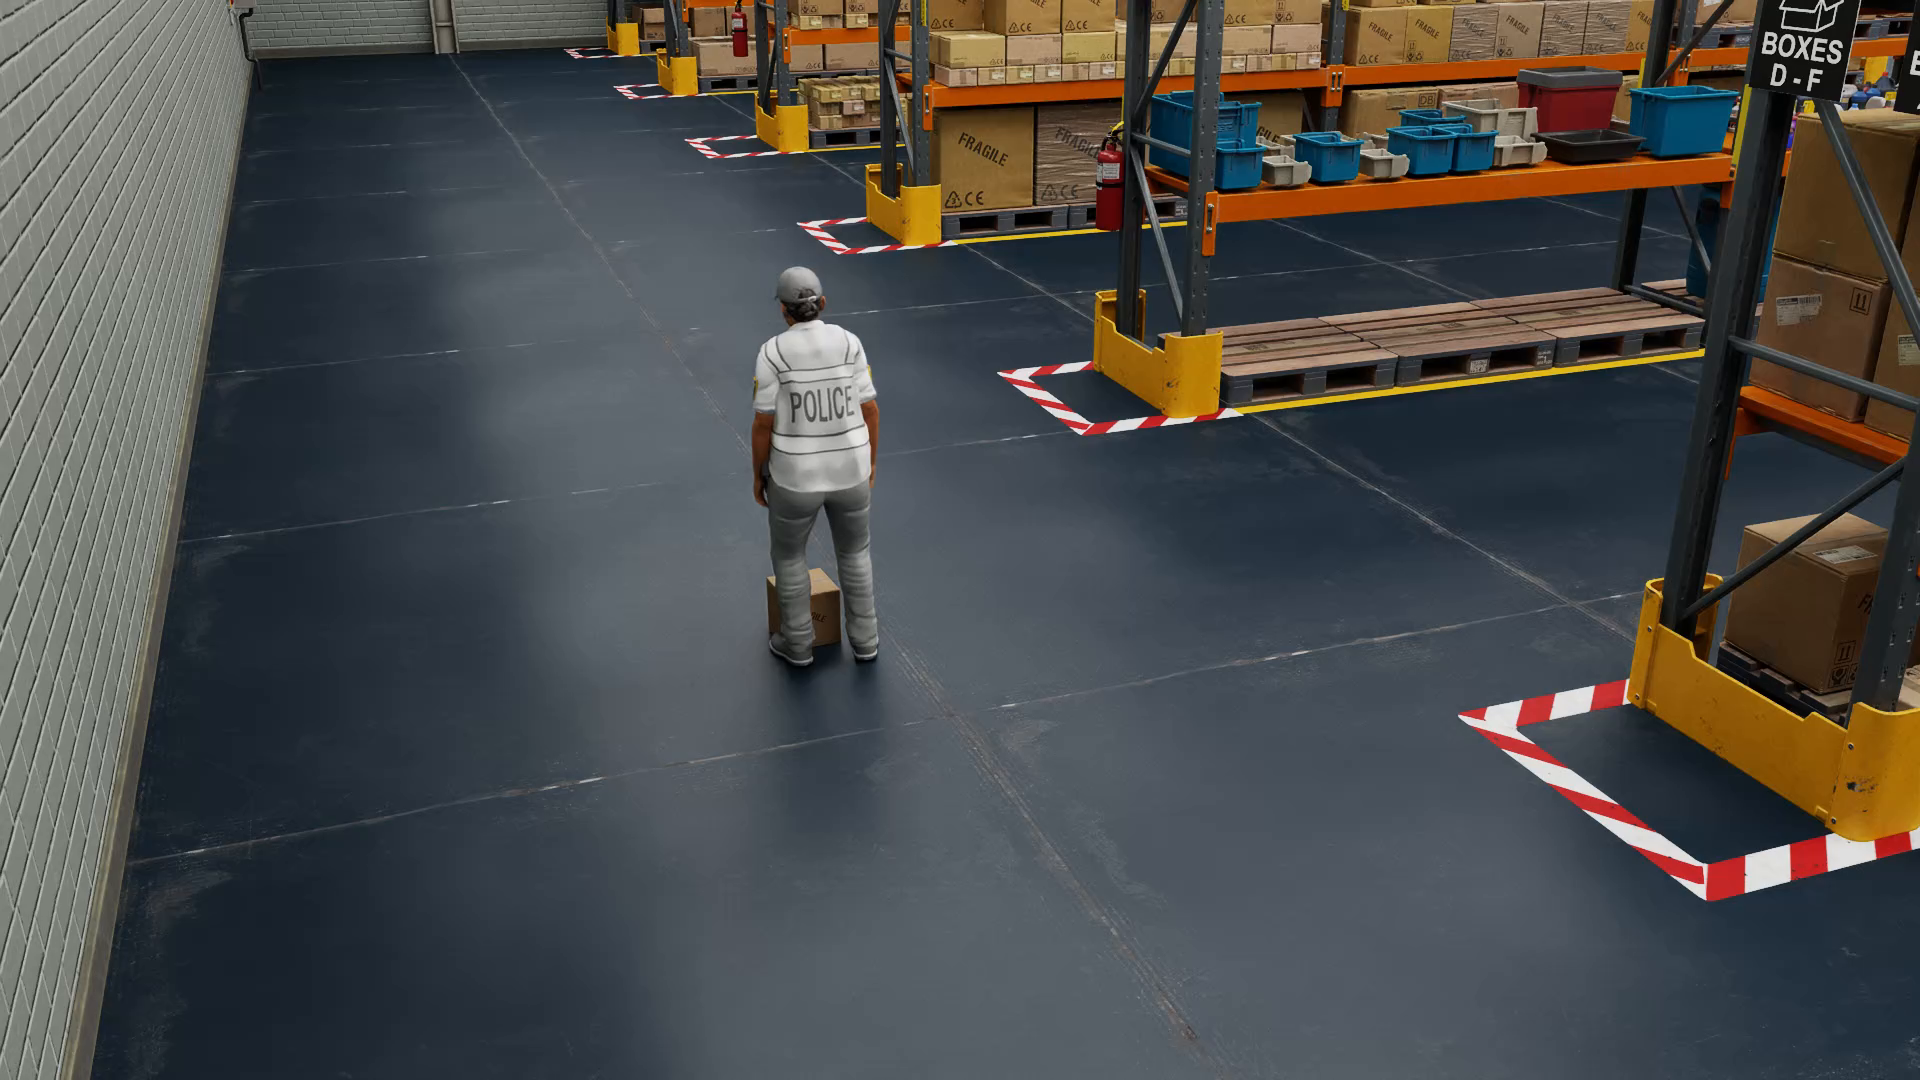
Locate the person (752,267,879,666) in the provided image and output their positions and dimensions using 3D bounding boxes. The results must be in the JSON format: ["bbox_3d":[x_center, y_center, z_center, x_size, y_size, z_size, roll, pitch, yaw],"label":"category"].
[{"bbox_3d":[-0.581,-0.274,6.741,0.534,1.666,0.468,-8,24,-19],"label":"person"}]
